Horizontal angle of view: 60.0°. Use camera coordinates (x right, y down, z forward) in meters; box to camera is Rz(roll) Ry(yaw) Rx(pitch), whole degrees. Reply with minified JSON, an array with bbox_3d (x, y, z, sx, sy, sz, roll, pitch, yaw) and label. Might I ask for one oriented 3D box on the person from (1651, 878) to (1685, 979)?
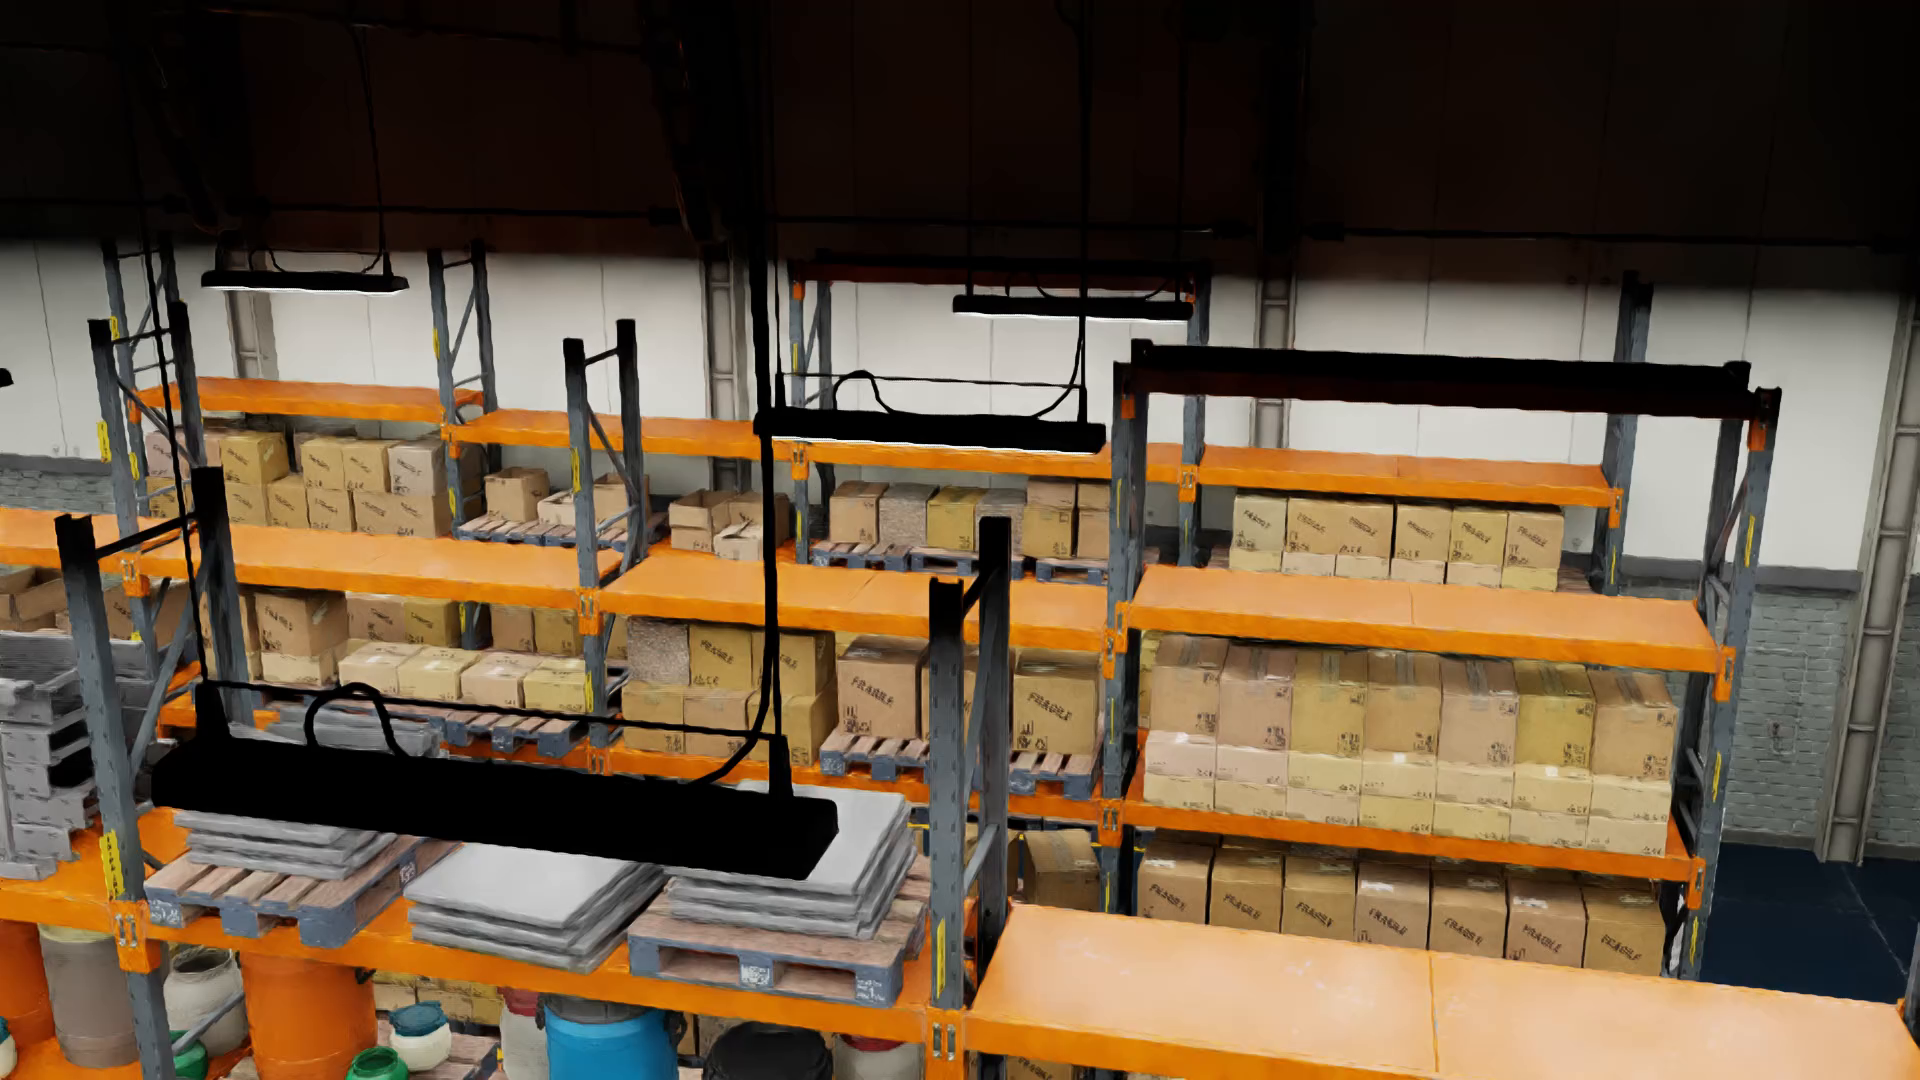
[{"bbox_3d":[5.631,3.429,13.432,0.664,1.768,0.404,-3,17,-9],"label":"person"}]
